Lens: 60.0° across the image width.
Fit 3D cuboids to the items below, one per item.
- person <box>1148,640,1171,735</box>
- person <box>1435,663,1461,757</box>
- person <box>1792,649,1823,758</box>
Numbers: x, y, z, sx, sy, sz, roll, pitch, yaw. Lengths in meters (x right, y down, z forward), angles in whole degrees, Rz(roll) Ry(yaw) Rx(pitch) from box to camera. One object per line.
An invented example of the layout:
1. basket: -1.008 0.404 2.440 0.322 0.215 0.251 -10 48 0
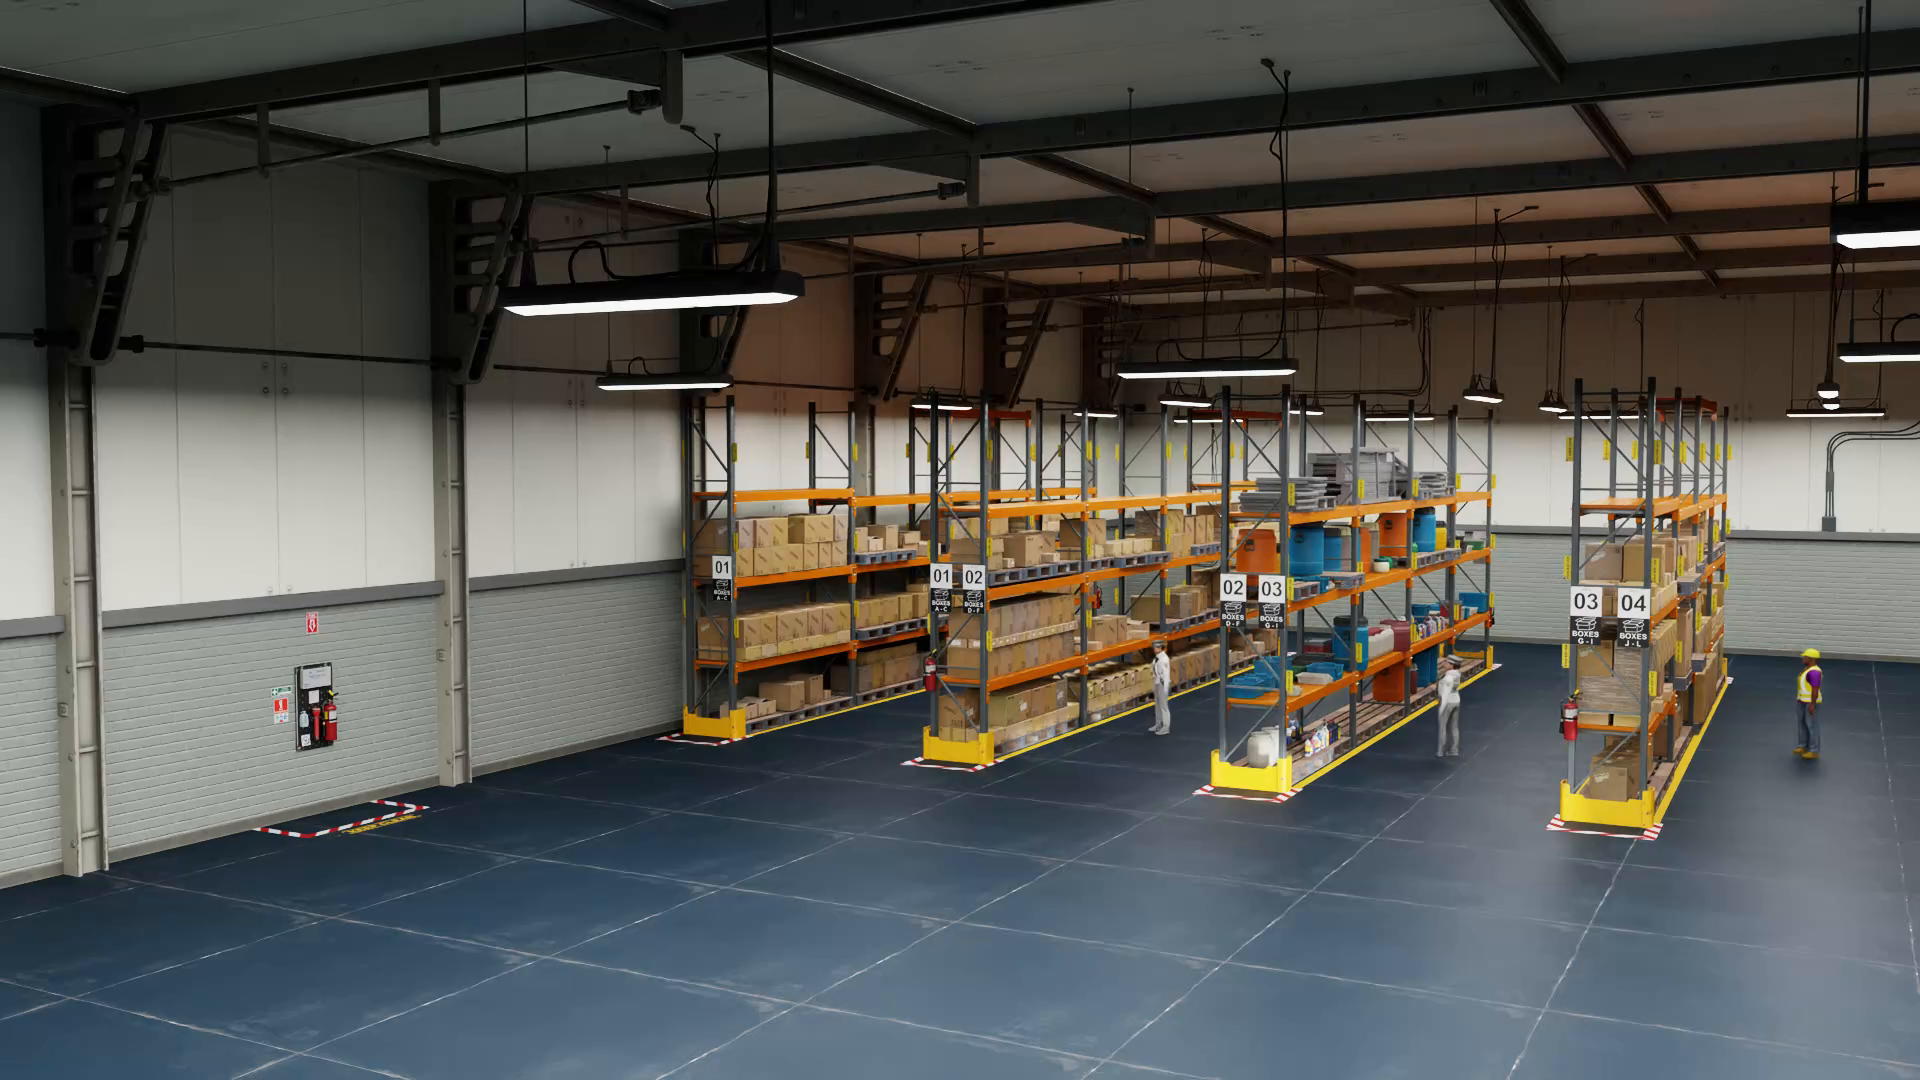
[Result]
1. person: 3.571 2.608 29.664 0.374 1.669 0.544 0 3 -6
2. person: 8.039 2.752 27.374 0.494 1.656 0.376 -2 4 -37
3. person: 13.963 2.671 27.350 0.405 1.772 0.616 0 3 -1
